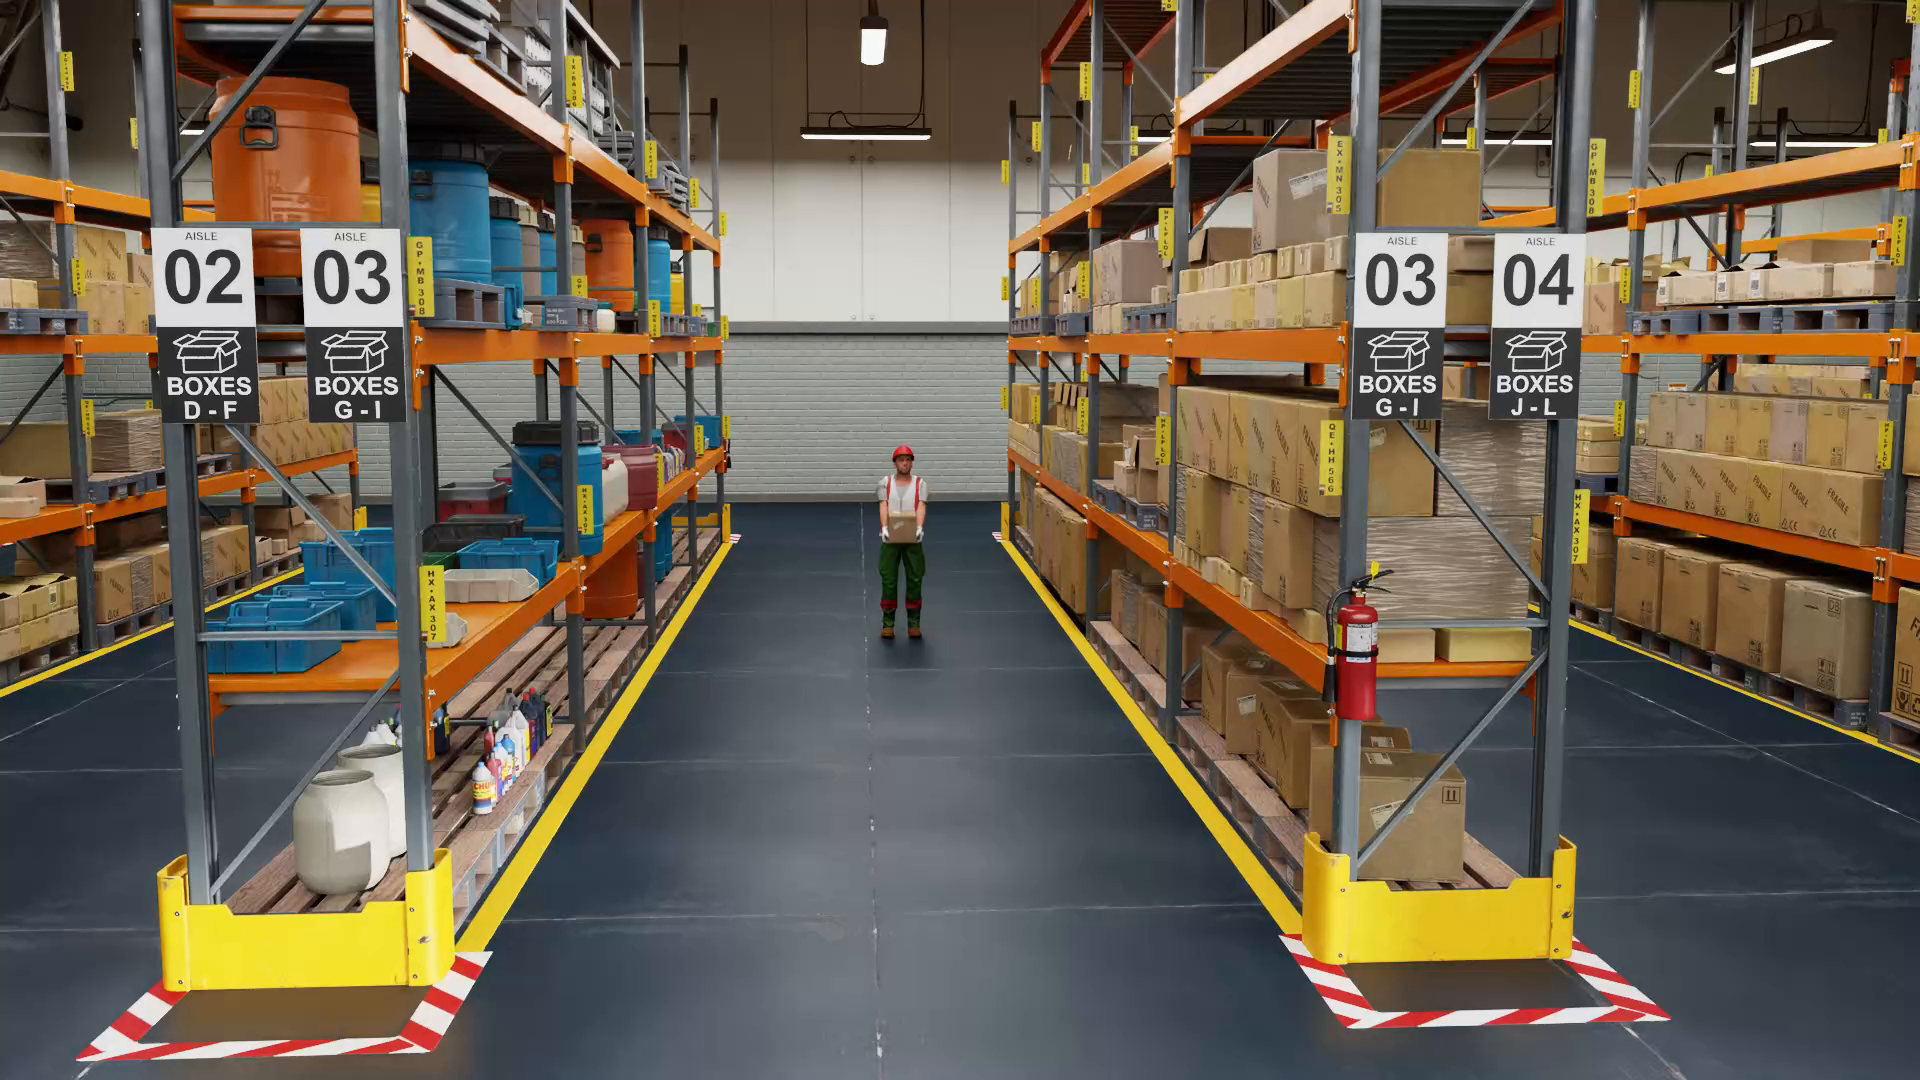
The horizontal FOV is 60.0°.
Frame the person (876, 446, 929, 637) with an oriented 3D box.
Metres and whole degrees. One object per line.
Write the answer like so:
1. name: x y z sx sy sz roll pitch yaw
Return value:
1. person: -0.528 0.024 15.460 0.494 1.783 0.572 0 7 -4
